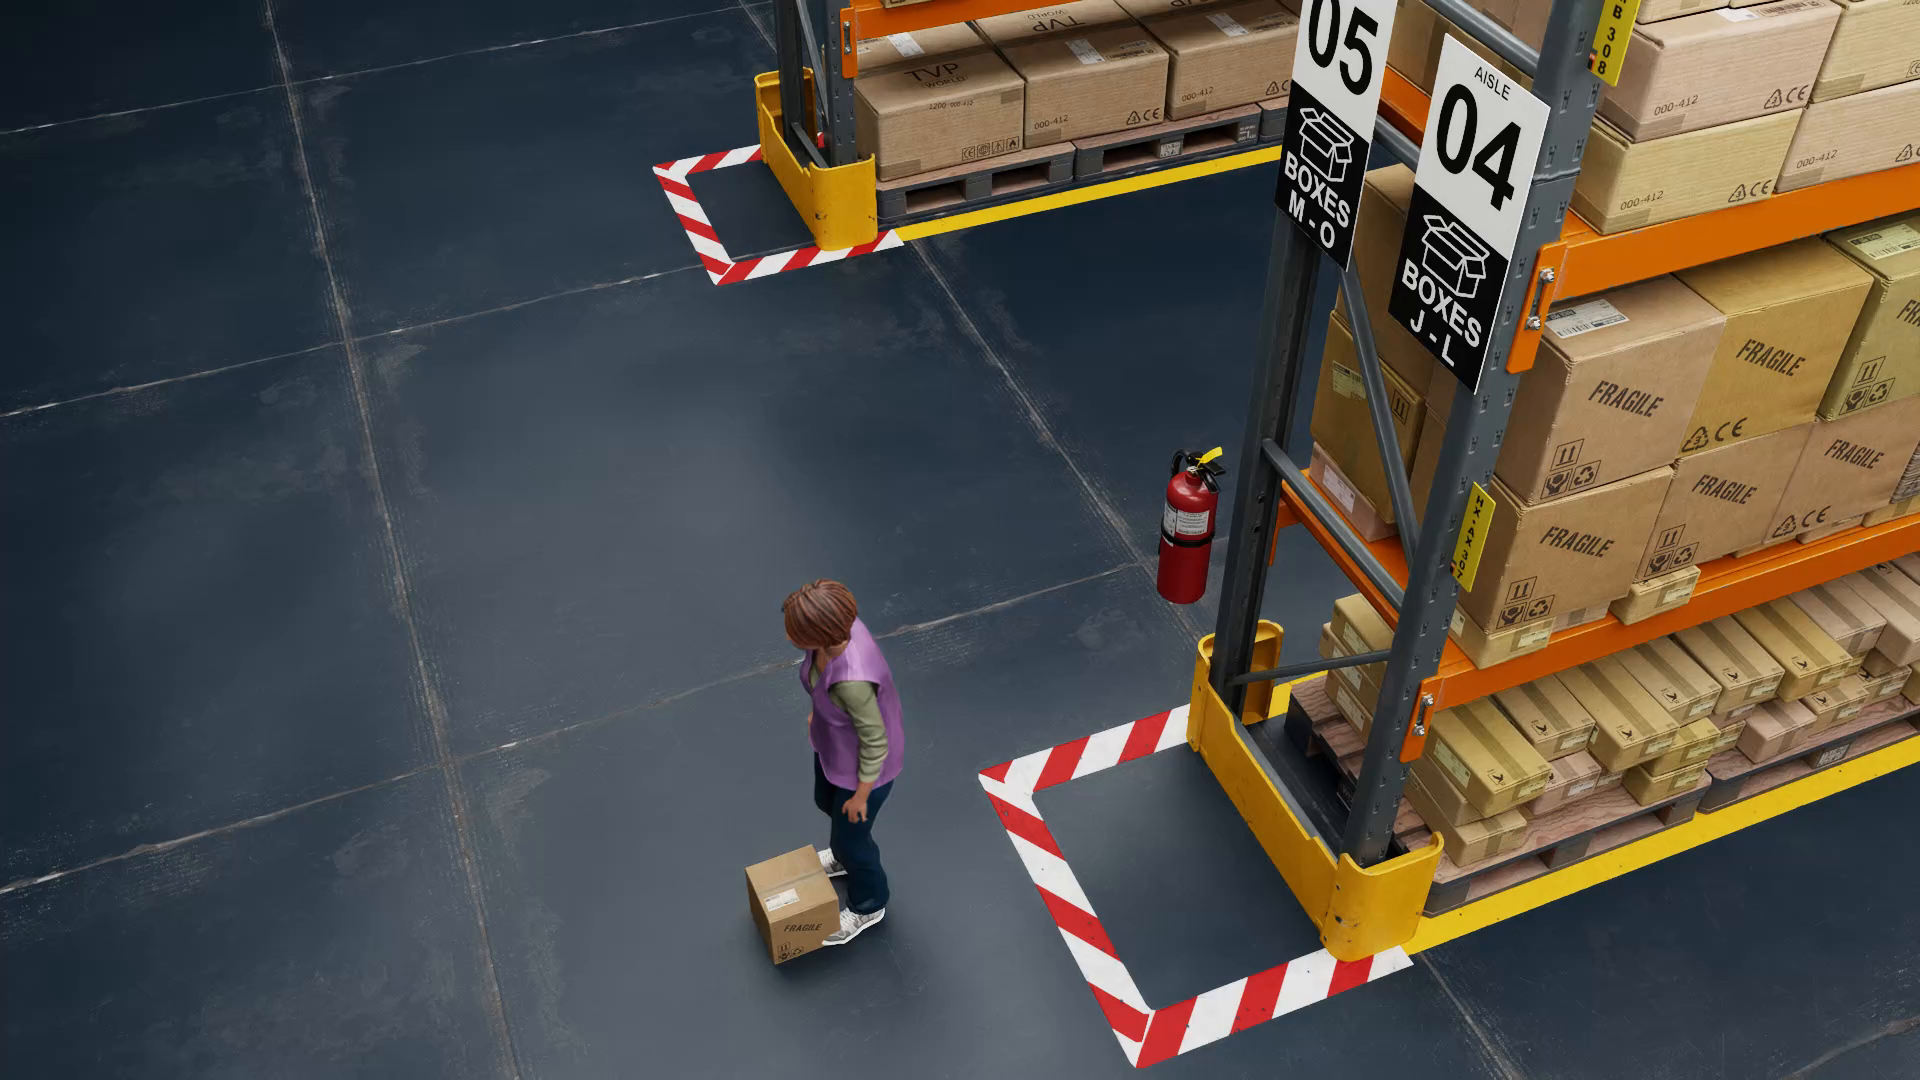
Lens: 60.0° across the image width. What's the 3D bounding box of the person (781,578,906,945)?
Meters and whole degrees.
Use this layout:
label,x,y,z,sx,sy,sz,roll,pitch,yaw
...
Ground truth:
label,x,y,z,sx,sy,sz,roll,pitch,yaw
person,-0.374,0.717,5.407,0.365,1.558,0.463,-16,45,-16
